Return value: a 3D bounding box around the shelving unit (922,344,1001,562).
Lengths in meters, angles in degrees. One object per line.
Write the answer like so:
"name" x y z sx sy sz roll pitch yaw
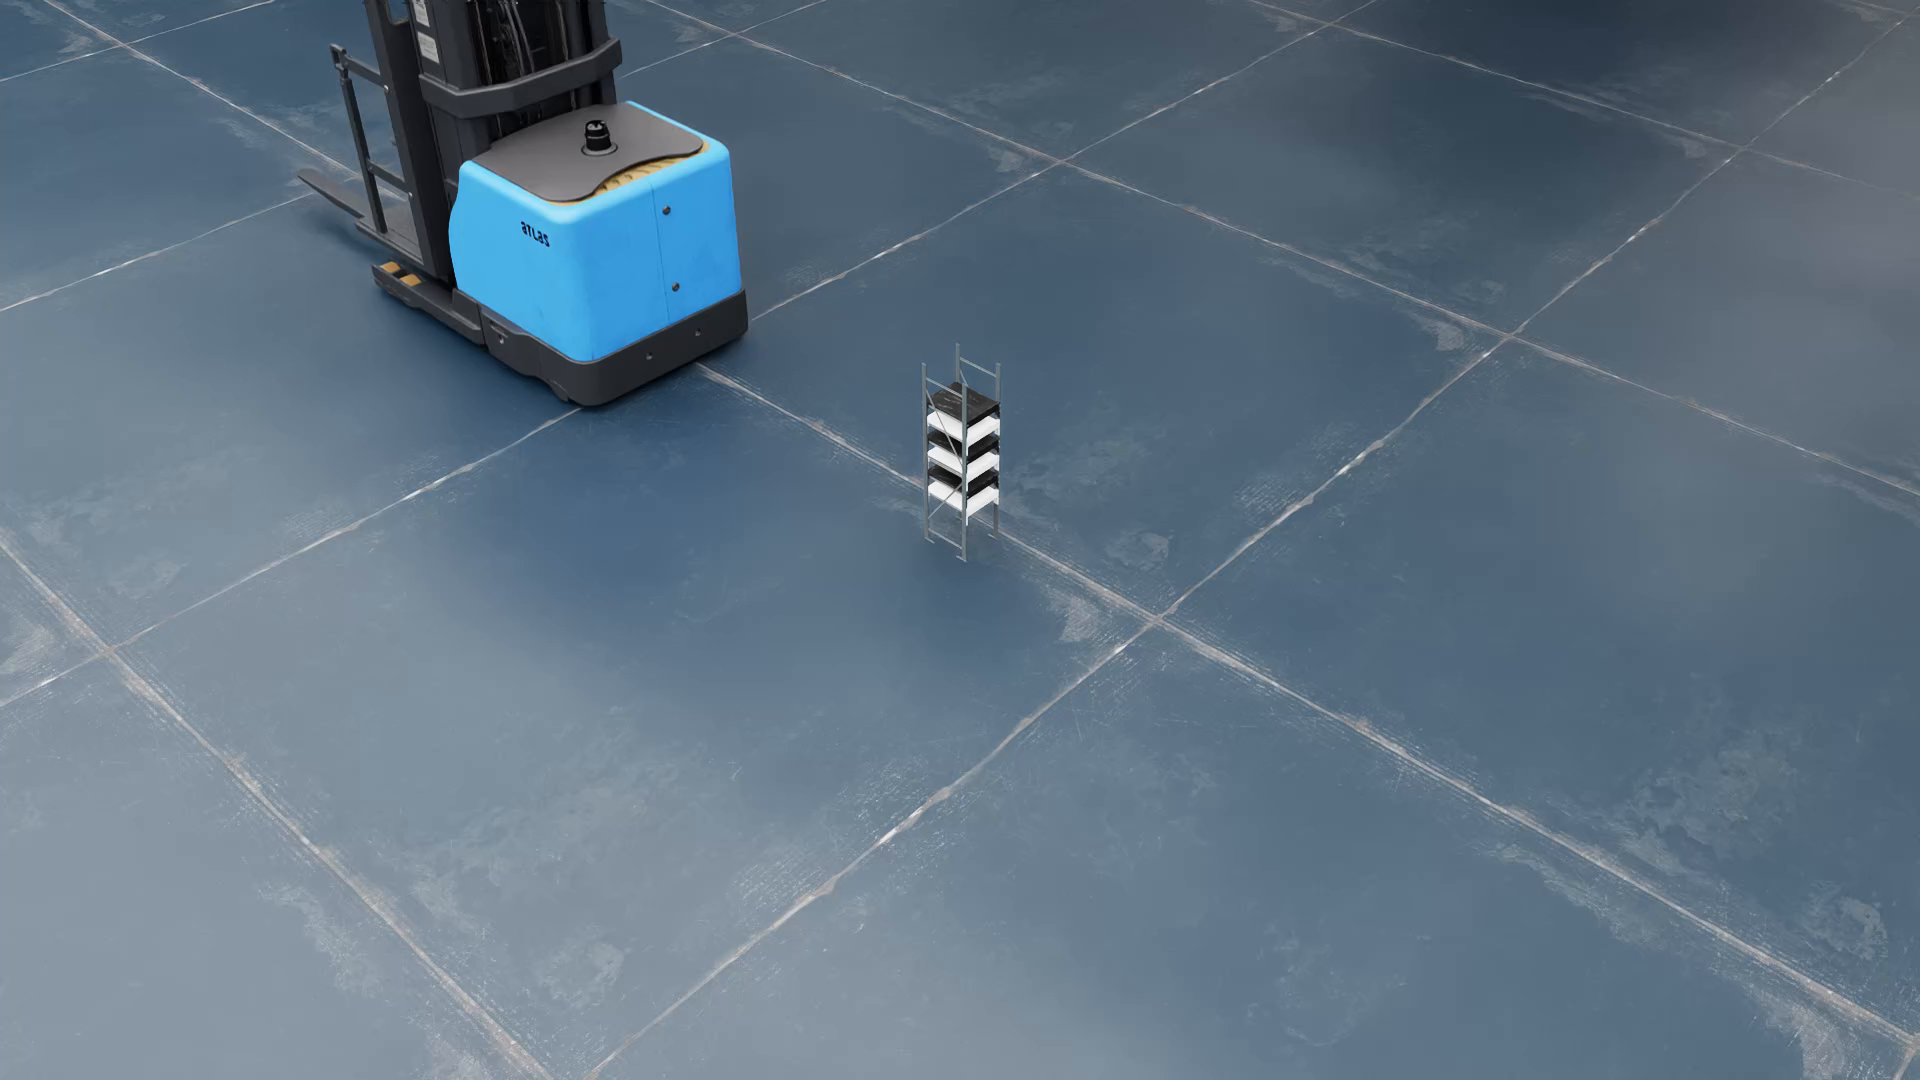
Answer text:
"shelving unit" 0.005 -0.356 6.975 0.258 0.900 0.210 30 47 32

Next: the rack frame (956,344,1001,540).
"rack frame" 0.074 -0.403 7.033 0.240 0.900 0.006 30 47 32

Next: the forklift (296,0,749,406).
"forklift" -2.493 -2.591 8.154 3.031 2.935 1.130 31 48 33

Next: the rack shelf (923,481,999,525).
"rack shelf" 0.005 -0.189 7.107 0.258 0.077 0.200 30 47 32

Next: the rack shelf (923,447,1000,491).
"rack shelf" 0.005 -0.330 6.995 0.258 0.077 0.200 30 47 32

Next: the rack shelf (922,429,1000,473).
"rack shelf" 0.005 -0.400 6.939 0.258 0.077 0.200 30 47 32

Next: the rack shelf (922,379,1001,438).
"rack shelf" 0.005 -0.541 6.827 0.258 0.077 0.200 30 47 32

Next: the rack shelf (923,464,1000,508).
"rack shelf" 0.005 -0.259 7.051 0.258 0.077 0.200 30 47 32

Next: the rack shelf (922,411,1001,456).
"rack shelf" 0.005 -0.471 6.883 0.258 0.077 0.200 30 47 32

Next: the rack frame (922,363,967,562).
"rack frame" -0.063 -0.309 6.916 0.240 0.900 0.006 30 47 32
